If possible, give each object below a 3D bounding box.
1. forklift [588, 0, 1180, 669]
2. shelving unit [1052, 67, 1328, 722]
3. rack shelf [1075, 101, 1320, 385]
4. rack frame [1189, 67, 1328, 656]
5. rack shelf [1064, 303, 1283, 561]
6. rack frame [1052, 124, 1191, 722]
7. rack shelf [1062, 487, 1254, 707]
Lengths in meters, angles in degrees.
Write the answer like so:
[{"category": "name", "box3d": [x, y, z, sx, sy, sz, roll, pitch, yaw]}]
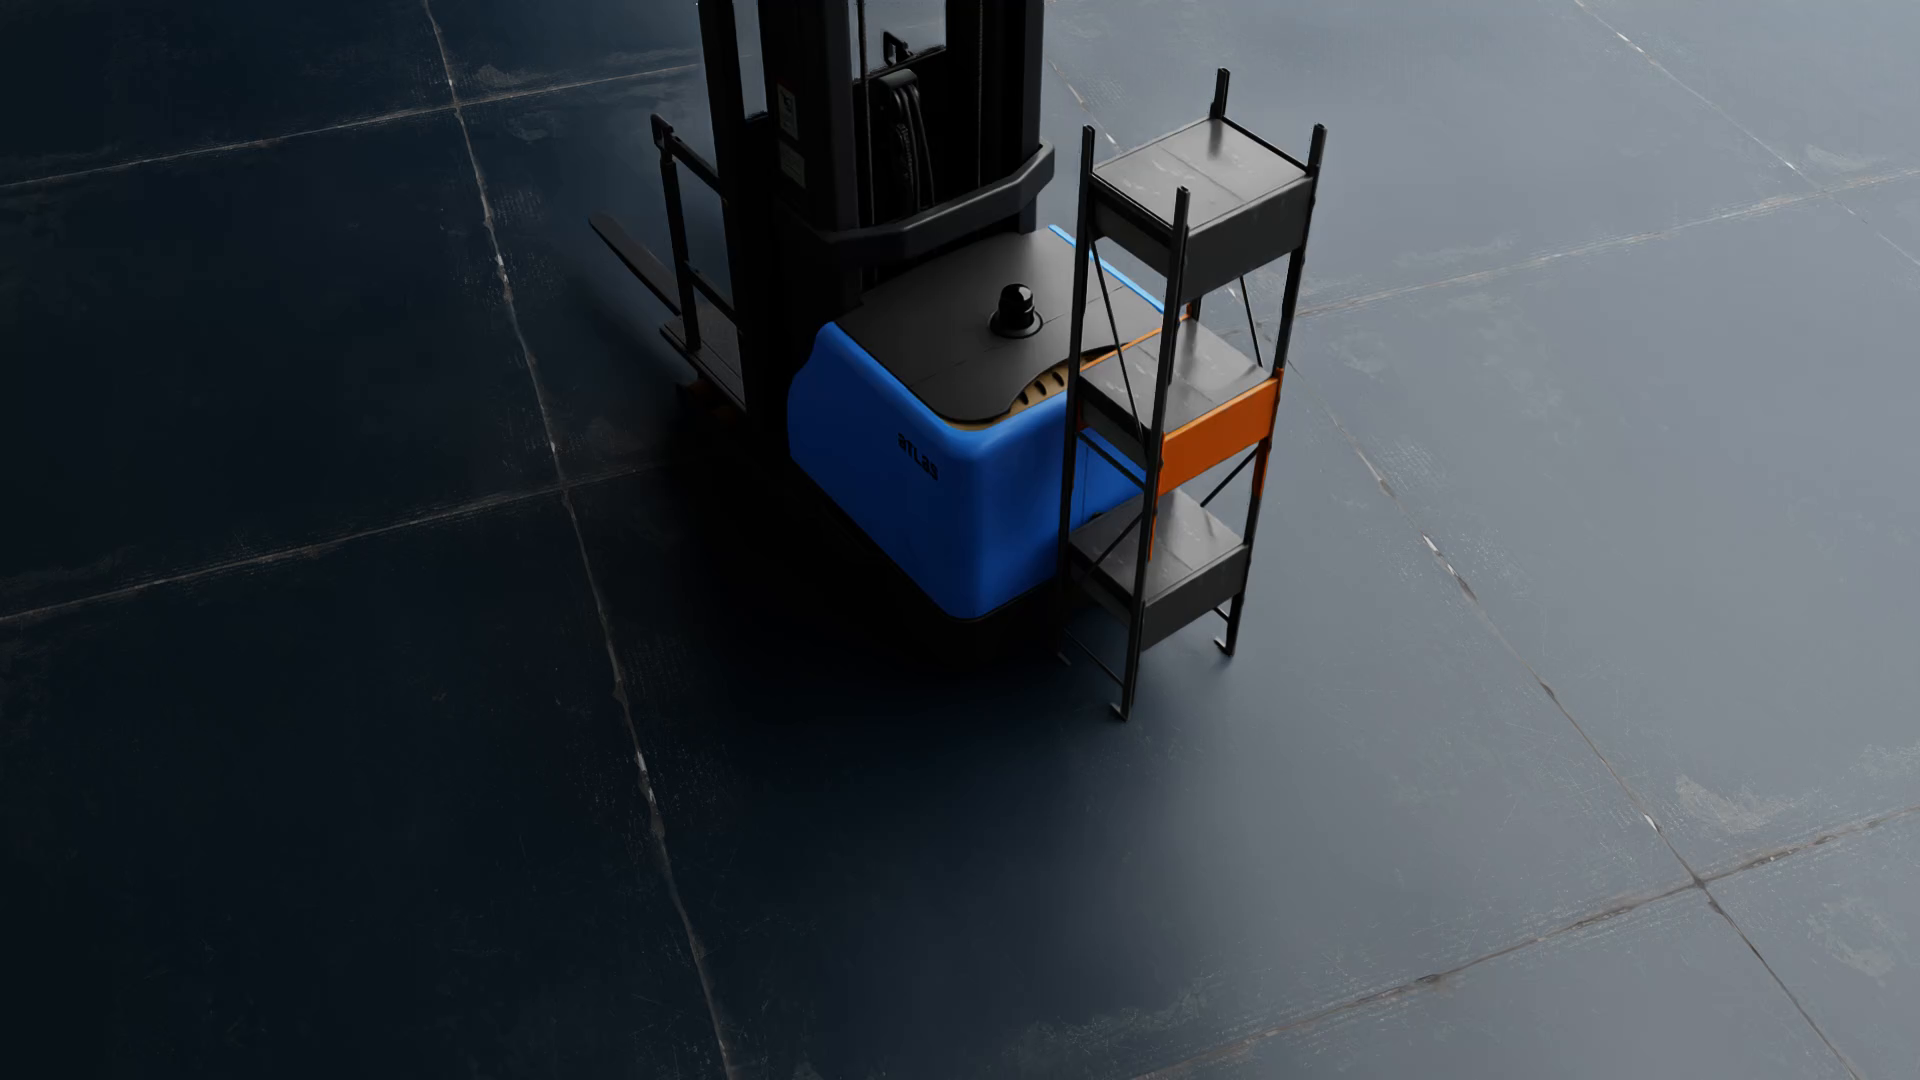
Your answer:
[{"category": "forklift", "box3d": [-0.483, -1.593, 5.769, 1.130, 2.935, 3.031, -28, 51, -25]}, {"category": "shelving unit", "box3d": [0.644, -0.344, 5.111, 0.503, 2.100, 0.431, -28, 52, -25]}, {"category": "rack shelf", "box3d": [0.644, -0.829, 4.625, 0.480, 0.518, 0.431, -28, 52, -25]}, {"category": "rack frame", "box3d": [0.838, -0.449, 5.215, 0.015, 2.100, 0.400, -28, 52, -25]}, {"category": "rack shelf", "box3d": [0.644, -0.335, 5.121, 0.480, 0.518, 0.431, -28, 52, -25]}, {"category": "rack frame", "box3d": [0.450, -0.240, 5.006, 0.015, 2.100, 0.400, -28, 52, -25]}, {"category": "rack shelf", "box3d": [0.644, 0.159, 5.616, 0.480, 0.518, 0.431, -28, 52, -25]}]
